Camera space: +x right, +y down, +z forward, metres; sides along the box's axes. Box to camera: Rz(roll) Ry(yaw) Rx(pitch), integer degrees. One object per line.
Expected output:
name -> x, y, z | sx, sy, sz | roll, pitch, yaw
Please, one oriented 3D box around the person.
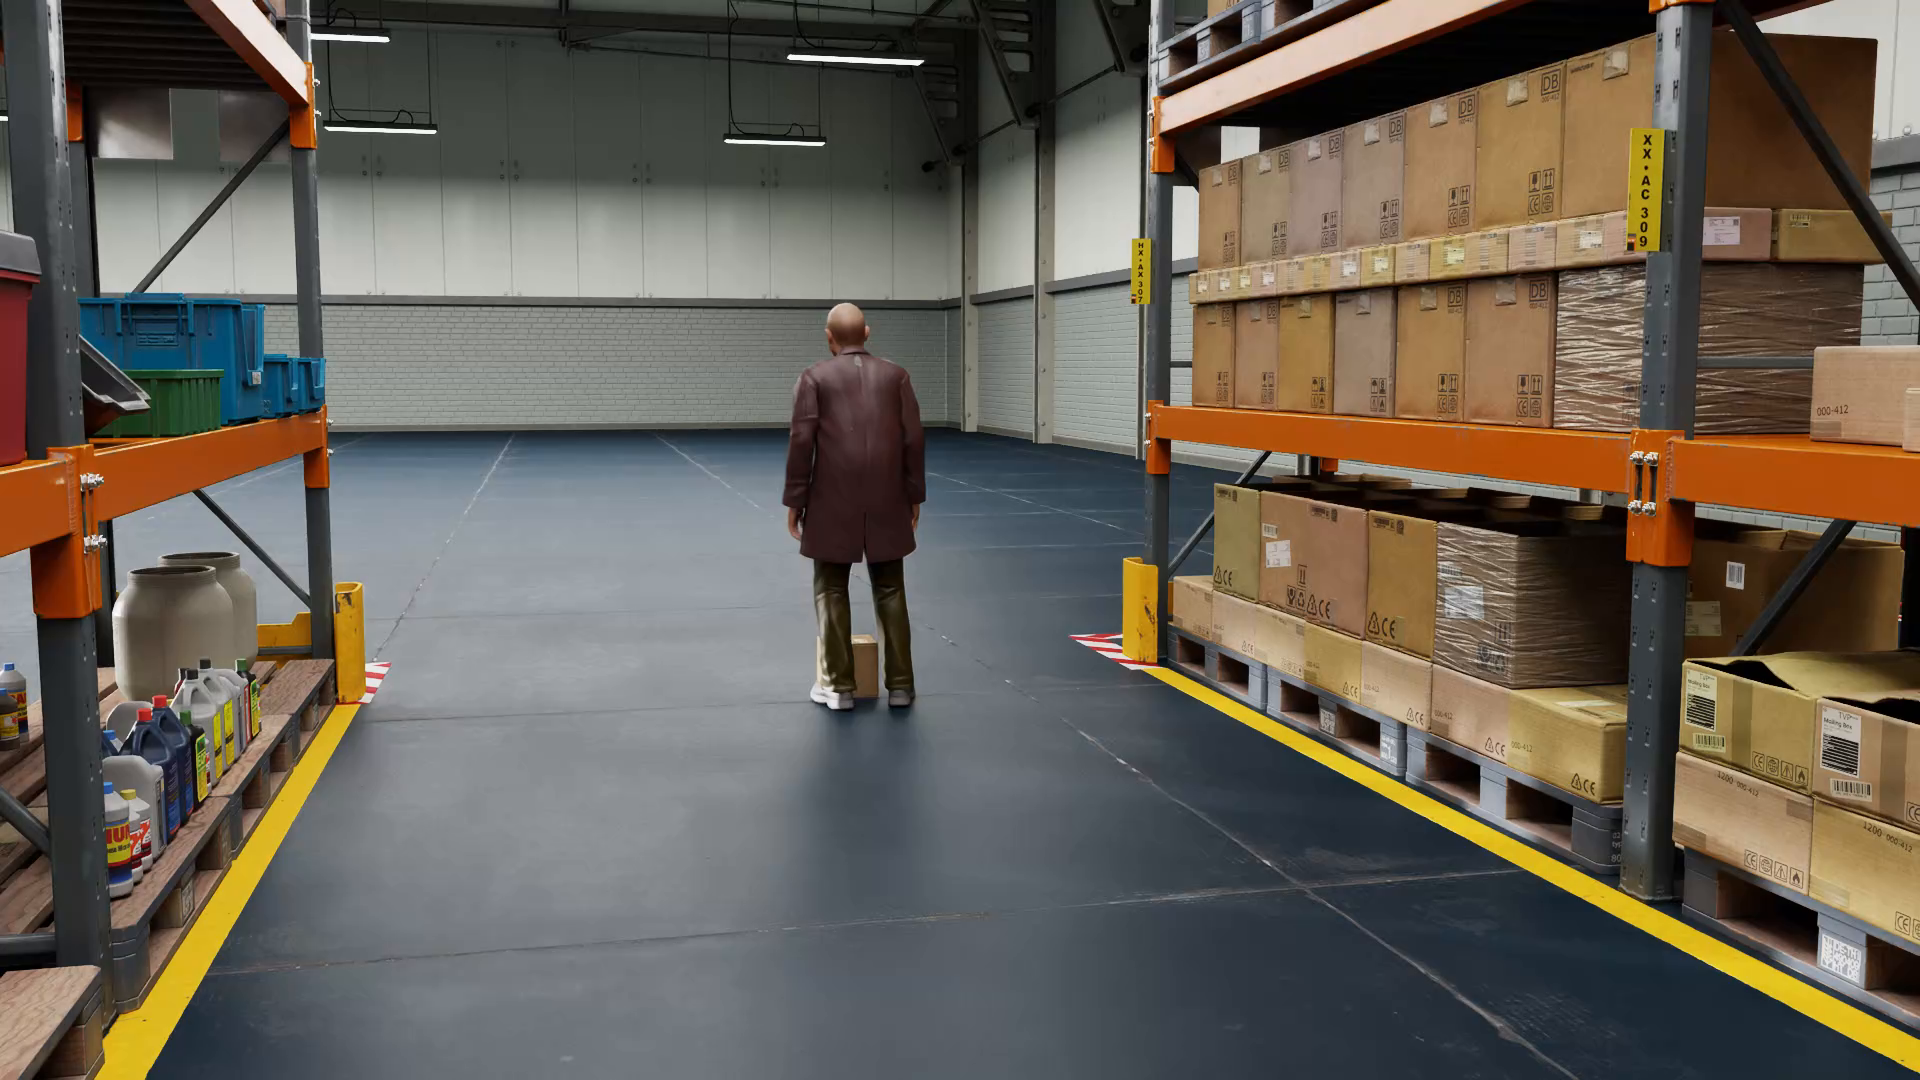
person -> -0.464, -0.151, 7.330 | 0.651, 1.773, 0.428 | -2, 6, -17
